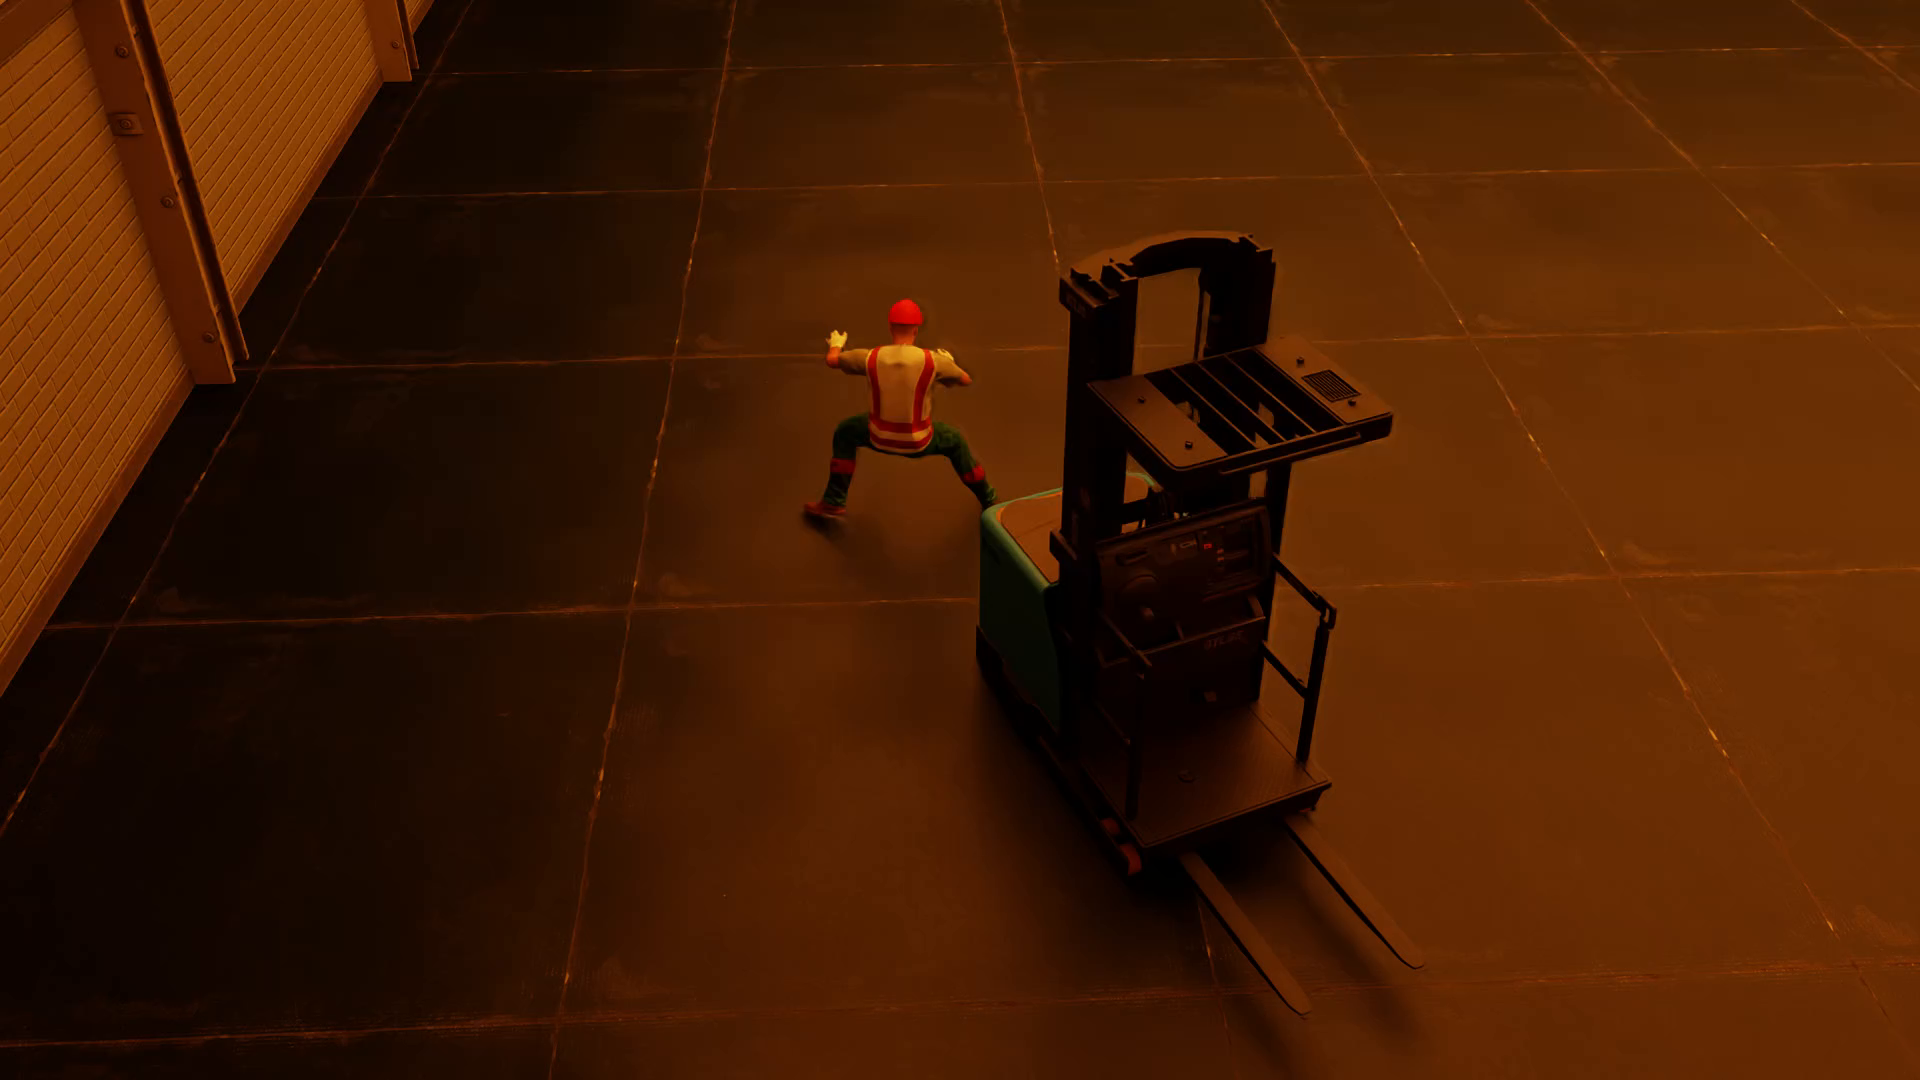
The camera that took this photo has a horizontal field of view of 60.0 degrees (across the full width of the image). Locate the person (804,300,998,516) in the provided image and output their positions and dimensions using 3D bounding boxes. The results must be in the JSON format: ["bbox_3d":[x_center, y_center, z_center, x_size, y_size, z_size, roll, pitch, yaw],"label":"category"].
[{"bbox_3d":[-0.374,-0.811,10.300,1.229,1.548,0.692,5,36,7],"label":"person"}]

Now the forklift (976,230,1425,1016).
[{"bbox_3d":[1.164,0.181,7.762,1.130,2.935,3.031,-15,39,-20],"label":"forklift"}]
